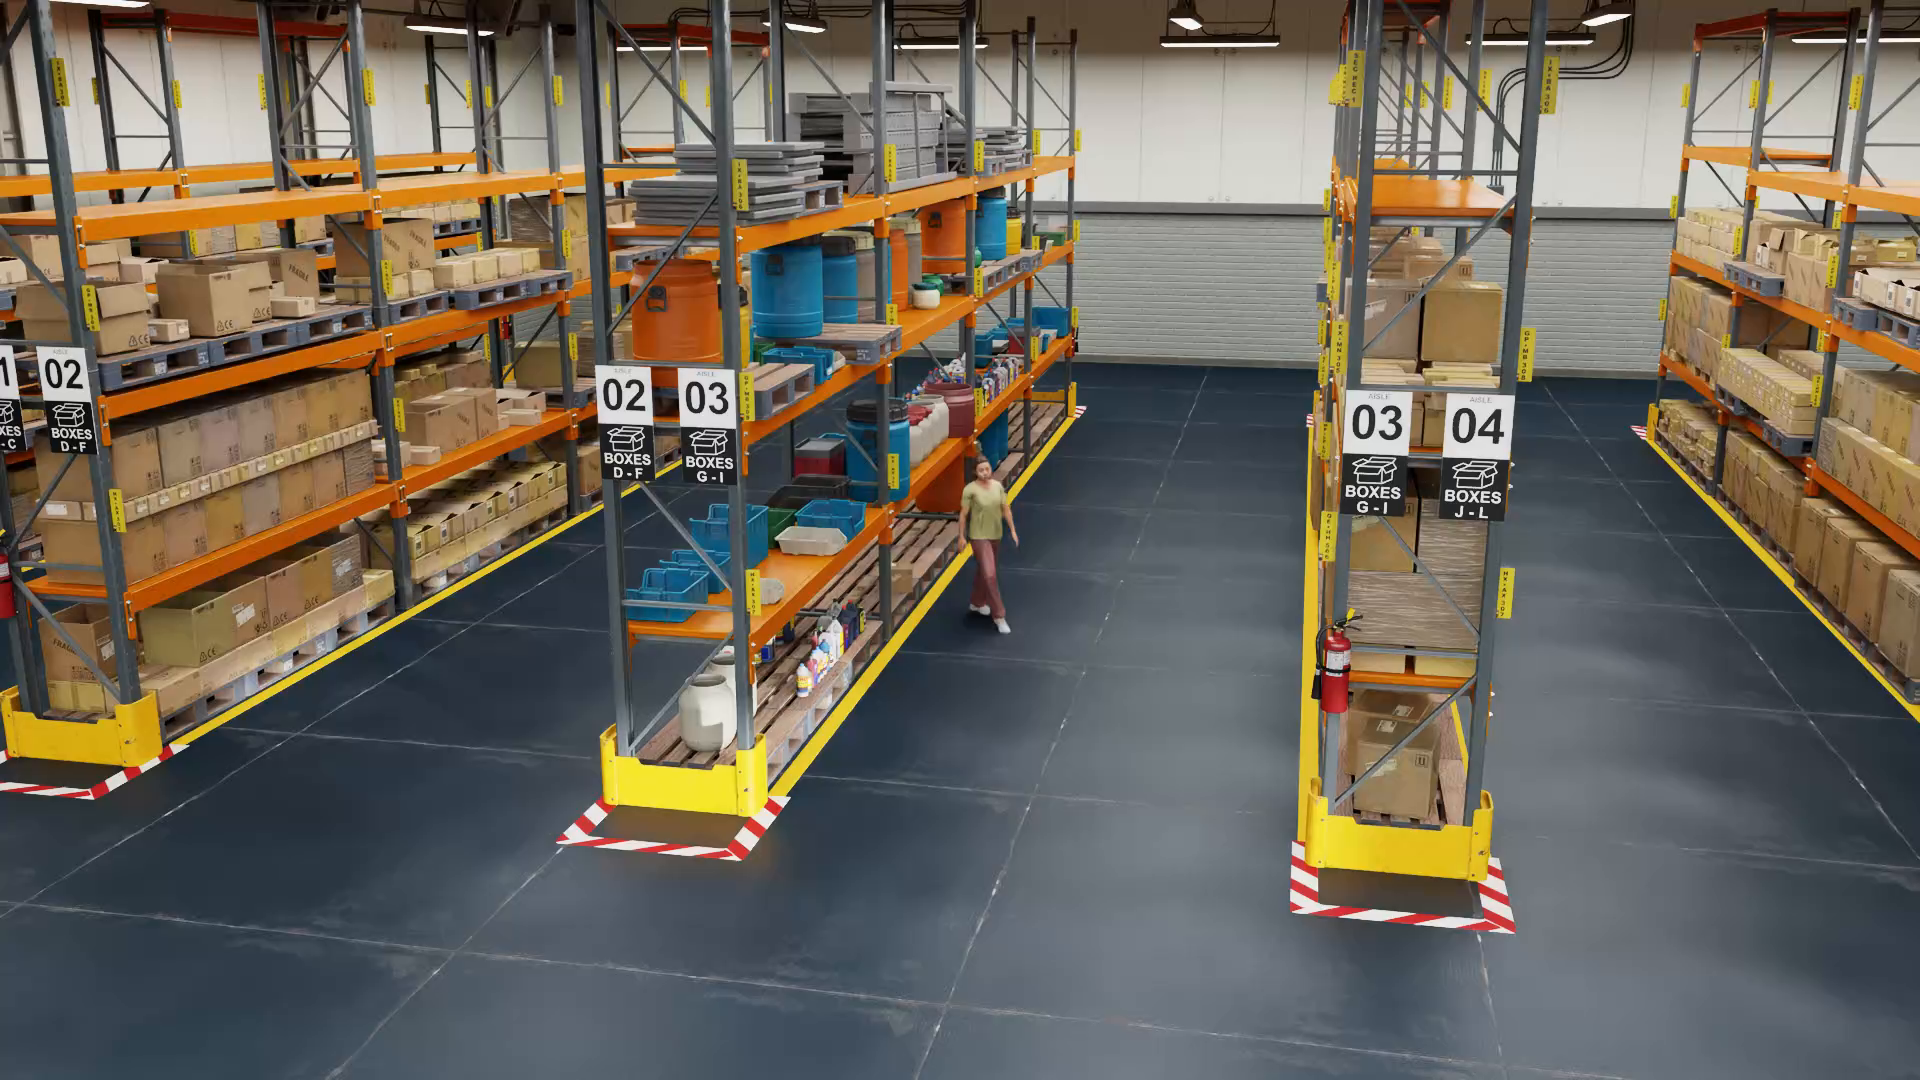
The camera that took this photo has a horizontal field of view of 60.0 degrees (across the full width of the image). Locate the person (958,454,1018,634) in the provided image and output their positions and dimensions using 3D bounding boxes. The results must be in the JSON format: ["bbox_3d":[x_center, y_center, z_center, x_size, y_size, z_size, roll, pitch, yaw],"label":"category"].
[{"bbox_3d":[0.303,0.003,16.011,0.511,1.674,0.793,-10,18,-33],"label":"person"}]
